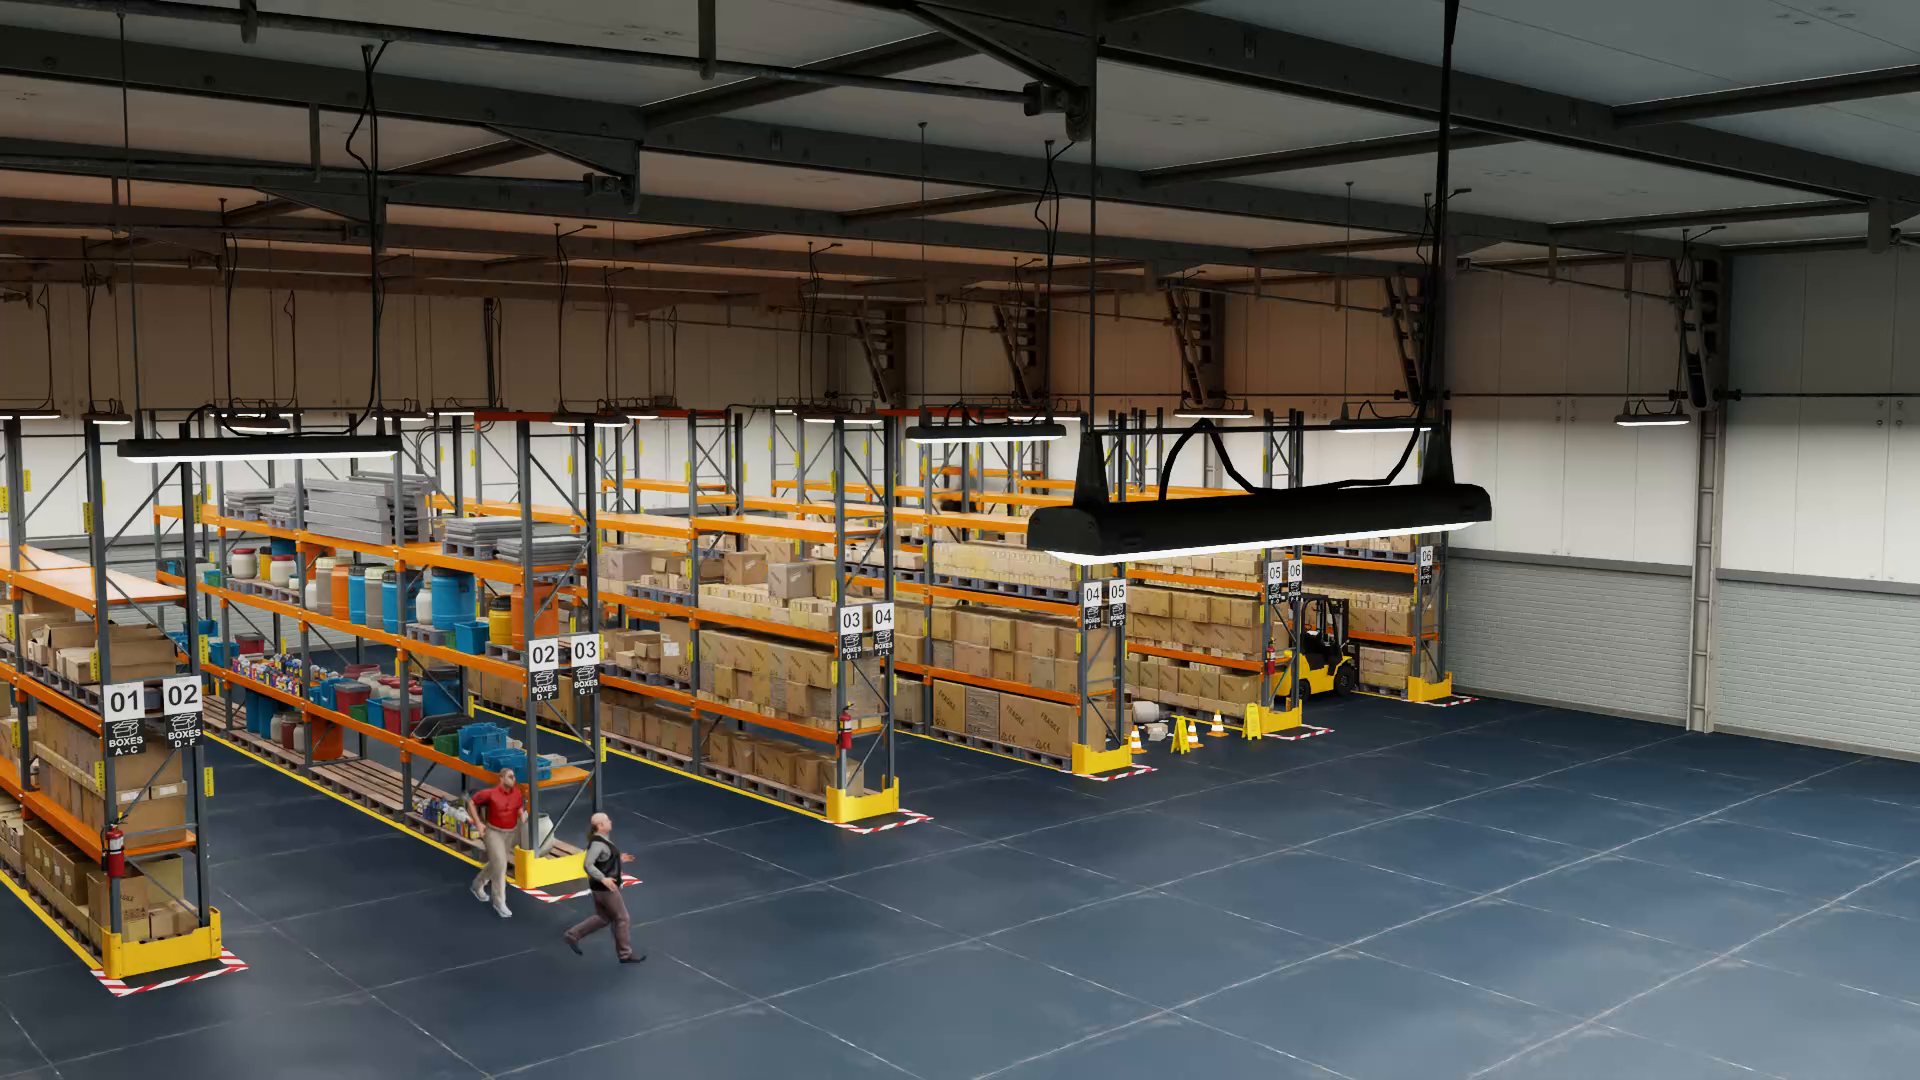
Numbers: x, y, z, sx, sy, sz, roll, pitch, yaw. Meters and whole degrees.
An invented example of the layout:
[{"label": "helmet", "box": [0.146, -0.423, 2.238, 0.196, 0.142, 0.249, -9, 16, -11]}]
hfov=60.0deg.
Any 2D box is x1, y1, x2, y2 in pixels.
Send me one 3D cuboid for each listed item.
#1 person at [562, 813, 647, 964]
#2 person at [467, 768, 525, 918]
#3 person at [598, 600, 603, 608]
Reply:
[{"label": "person", "box": [-3.951, 3.857, 18.414, 0.919, 1.697, 0.667, -1, 5, -14]}, {"label": "person", "box": [-5.690, 3.675, 20.546, 0.915, 1.731, 0.692, 3, 6, 31]}, {"label": "person", "box": [-8.934, 1.887, 41.038, 0.589, 1.694, 0.681, -2, 6, -26]}]
